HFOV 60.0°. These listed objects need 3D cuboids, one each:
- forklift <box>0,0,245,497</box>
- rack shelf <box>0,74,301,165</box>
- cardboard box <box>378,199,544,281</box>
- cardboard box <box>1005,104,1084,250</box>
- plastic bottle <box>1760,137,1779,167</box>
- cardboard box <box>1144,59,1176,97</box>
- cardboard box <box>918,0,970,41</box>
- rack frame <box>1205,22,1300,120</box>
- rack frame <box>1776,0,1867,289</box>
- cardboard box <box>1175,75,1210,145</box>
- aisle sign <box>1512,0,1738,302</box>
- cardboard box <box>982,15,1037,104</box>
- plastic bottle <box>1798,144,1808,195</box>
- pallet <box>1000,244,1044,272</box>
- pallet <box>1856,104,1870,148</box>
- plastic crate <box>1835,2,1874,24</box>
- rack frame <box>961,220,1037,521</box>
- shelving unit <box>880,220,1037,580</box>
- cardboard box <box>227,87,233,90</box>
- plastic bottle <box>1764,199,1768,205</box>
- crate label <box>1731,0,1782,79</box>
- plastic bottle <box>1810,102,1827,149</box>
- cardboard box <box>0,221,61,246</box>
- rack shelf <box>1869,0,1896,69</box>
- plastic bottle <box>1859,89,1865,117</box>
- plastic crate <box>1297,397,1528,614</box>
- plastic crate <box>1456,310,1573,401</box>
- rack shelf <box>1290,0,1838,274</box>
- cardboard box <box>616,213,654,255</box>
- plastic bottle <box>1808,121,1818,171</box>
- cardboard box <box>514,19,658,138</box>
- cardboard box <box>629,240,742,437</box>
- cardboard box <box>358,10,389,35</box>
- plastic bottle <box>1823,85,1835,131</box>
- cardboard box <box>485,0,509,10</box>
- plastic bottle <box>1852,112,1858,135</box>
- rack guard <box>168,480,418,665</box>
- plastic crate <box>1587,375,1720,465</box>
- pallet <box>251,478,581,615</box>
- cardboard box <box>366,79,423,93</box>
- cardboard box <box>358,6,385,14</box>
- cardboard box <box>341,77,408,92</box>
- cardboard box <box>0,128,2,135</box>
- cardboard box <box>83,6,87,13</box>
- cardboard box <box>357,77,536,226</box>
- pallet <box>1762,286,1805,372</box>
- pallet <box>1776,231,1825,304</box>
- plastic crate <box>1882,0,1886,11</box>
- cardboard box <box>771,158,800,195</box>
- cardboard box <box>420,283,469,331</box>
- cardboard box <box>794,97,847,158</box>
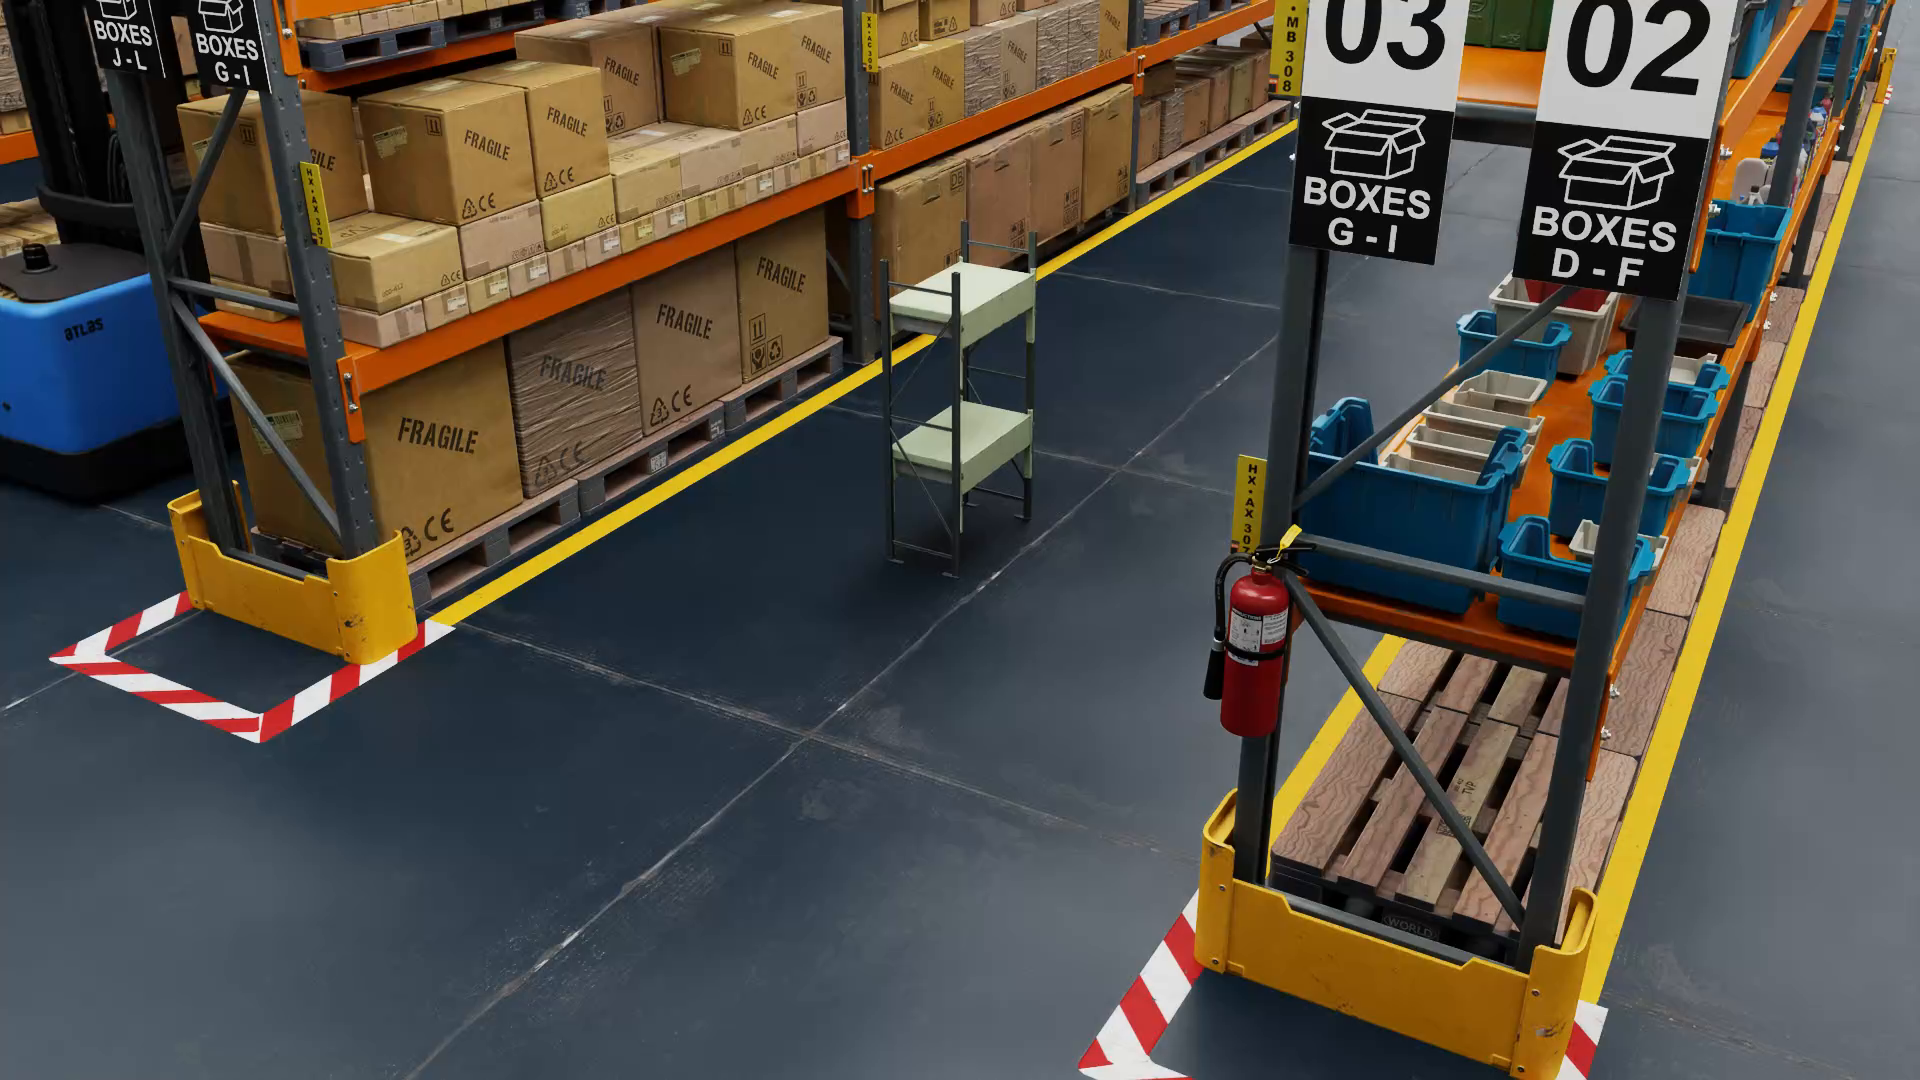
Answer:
[{"bbox_3d":[-4.216,-2.156,9.283,1.130,2.935,3.031,13,30,25],"label":"forklift"},{"bbox_3d":[-6.254,-2.585,10.866,1.077,0.370,4.000,14,30,26],"label":"rack shelf"},{"bbox_3d":[-2.248,-1.393,7.517,0.500,0.250,0.500,14,30,25],"label":"cardboard box"},{"bbox_3d":[0.163,-2.741,12.278,1.225,0.875,0.875,14,30,26],"label":"cardboard box"},{"bbox_3d":[4.491,-2.100,9.239,0.097,0.271,0.097,0,27,0],"label":"plastic bottle"},{"bbox_3d":[1.522,-4.004,14.361,0.500,0.250,0.500,18,32,32],"label":"cardboard box"},{"bbox_3d":[-0.347,-3.563,10.785,0.797,0.503,0.637,15,30,27],"label":"cardboard box"},{"bbox_3d":[2.934,-5.672,16.230,1.000,3.000,0.127,14,30,26],"label":"rack frame"},{"bbox_3d":[5.278,-3.022,10.937,1.000,3.000,0.127,14,30,26],"label":"rack frame"},{"bbox_3d":[1.813,-3.899,14.989,0.700,0.500,0.500,17,31,30],"label":"cardboard box"},{"bbox_3d":[1.566,-0.974,3.940,0.394,0.787,0.004,14,30,26],"label":"aisle sign"},{"bbox_3d":[0.185,-3.317,11.413,0.500,0.500,0.500,15,30,27],"label":"cardboard box"},{"bbox_3d":[4.569,-2.031,9.100,0.097,0.271,0.097,0,27,0],"label":"plastic bottle"},{"bbox_3d":[-0.088,-2.102,12.213,1.003,0.211,1.213,14,30,26],"label":"pallet"},{"bbox_3d":[8.212,-4.064,16.133,1.003,0.211,1.213,14,30,26],"label":"pallet"},{"bbox_3d":[6.340,-3.613,12.046,0.402,0.464,0.583,14,30,26],"label":"plastic crate"},{"bbox_3d":[0.183,-0.816,8.204,0.400,1.500,0.023,14,30,26],"label":"rack frame"},{"bbox_3d":[0.003,-0.673,7.919,0.431,1.500,0.755,14,30,26],"label":"shelving unit"},{"bbox_3d":[-5.239,-3.286,11.744,0.380,0.149,0.250,13,30,25],"label":"cardboard box"},{"bbox_3d":[4.017,-1.594,8.227,0.097,0.271,0.097,0,27,0],"label":"plastic bottle"},{"bbox_3d":[2.078,-1.468,4.646,0.408,0.251,0.502,14,30,26],"label":"crate label"},{"bbox_3d":[5.169,-2.506,10.050,0.097,0.271,0.097,0,27,0],"label":"plastic bottle"},{"bbox_3d":[-6.054,-1.953,10.851,0.380,0.149,0.250,15,30,27],"label":"cardboard box"},{"bbox_3d":[8.230,-5.039,15.769,1.077,0.370,4.000,14,30,26],"label":"rack shelf"},{"bbox_3d":[8.476,-4.160,15.761,0.152,0.276,0.135,13,30,25],"label":"plastic bottle"},{"bbox_3d":[1.345,-0.119,5.030,0.616,0.435,0.499,14,30,26],"label":"plastic crate"},{"bbox_3d":[2.130,-0.713,6.444,0.416,0.233,0.300,14,30,26],"label":"plastic crate"},{"bbox_3d":[2.327,-1.704,5.755,1.077,0.370,4.000,14,30,26],"label":"rack shelf"},{"bbox_3d":[-1.752,-1.548,8.273,0.380,0.149,0.250,13,30,25],"label":"cardboard box"},{"bbox_3d":[4.889,-2.273,9.570,0.061,0.283,0.133,14,30,26],"label":"plastic bottle"},{"bbox_3d":[-1.961,-2.431,8.753,0.500,0.500,0.500,13,29,25],"label":"cardboard box"},{"bbox_3d":[-1.839,-1.201,9.204,0.875,0.875,0.875,14,30,26],"label":"cardboard box"},{"bbox_3d":[-4.544,-3.923,12.547,0.380,0.149,0.250,15,30,27],"label":"cardboard box"},{"bbox_3d":[5.451,-2.719,10.460,0.061,0.283,0.133,14,30,26],"label":"plastic bottle"},{"bbox_3d":[-3.911,-4.421,13.542,0.380,0.149,0.250,13,29,24],"label":"cardboard box"},{"bbox_3d":[8.005,-3.817,14.991,0.144,0.351,0.185,15,30,27],"label":"plastic bottle"},{"bbox_3d":[-2.981,0.132,7.428,1.175,0.500,0.348,14,30,26],"label":"rack guard"},{"bbox_3d":[2.399,-0.393,5.805,0.416,0.233,0.300,14,30,26],"label":"plastic crate"},{"bbox_3d":[-2.644,-0.077,8.168,1.003,0.211,1.213,14,30,26],"label":"pallet"},{"bbox_3d":[-4.417,-3.529,13.434,0.500,0.250,0.500,15,30,27],"label":"cardboard box"},{"bbox_3d":[-4.550,-4.048,12.465,0.380,0.149,0.250,14,30,25],"label":"cardboard box"},{"bbox_3d":[-4.859,-3.634,13.645,0.500,0.250,0.500,16,31,28],"label":"cardboard box"},{"bbox_3d":[-6.216,-2.591,10.356,0.380,0.149,0.250,14,30,25],"label":"cardboard box"},{"bbox_3d":[-5.780,-3.669,10.667,0.500,0.500,0.500,15,30,27],"label":"cardboard box"},{"bbox_3d":[-2.252,-1.719,7.331,0.500,0.500,0.500,13,30,25],"label":"cardboard box"},{"bbox_3d":[4.927,-1.459,10.929,1.003,0.211,1.213,14,30,26],"label":"pallet"},{"bbox_3d":[5.693,-2.069,12.147,1.003,0.211,1.213,14,30,26],"label":"pallet"},{"bbox_3d":[7.615,-4.730,14.416,0.767,0.338,0.504,14,30,26],"label":"plastic crate"},{"bbox_3d":[-1.119,-2.050,9.276,0.380,0.149,0.250,14,30,25],"label":"cardboard box"},{"bbox_3d":[-2.382,-1.049,7.275,0.380,0.149,0.250,14,30,25],"label":"cardboard box"},{"bbox_3d":[-0.990,-2.390,9.509,0.500,0.250,0.500,14,30,25],"label":"cardboard box"}]
